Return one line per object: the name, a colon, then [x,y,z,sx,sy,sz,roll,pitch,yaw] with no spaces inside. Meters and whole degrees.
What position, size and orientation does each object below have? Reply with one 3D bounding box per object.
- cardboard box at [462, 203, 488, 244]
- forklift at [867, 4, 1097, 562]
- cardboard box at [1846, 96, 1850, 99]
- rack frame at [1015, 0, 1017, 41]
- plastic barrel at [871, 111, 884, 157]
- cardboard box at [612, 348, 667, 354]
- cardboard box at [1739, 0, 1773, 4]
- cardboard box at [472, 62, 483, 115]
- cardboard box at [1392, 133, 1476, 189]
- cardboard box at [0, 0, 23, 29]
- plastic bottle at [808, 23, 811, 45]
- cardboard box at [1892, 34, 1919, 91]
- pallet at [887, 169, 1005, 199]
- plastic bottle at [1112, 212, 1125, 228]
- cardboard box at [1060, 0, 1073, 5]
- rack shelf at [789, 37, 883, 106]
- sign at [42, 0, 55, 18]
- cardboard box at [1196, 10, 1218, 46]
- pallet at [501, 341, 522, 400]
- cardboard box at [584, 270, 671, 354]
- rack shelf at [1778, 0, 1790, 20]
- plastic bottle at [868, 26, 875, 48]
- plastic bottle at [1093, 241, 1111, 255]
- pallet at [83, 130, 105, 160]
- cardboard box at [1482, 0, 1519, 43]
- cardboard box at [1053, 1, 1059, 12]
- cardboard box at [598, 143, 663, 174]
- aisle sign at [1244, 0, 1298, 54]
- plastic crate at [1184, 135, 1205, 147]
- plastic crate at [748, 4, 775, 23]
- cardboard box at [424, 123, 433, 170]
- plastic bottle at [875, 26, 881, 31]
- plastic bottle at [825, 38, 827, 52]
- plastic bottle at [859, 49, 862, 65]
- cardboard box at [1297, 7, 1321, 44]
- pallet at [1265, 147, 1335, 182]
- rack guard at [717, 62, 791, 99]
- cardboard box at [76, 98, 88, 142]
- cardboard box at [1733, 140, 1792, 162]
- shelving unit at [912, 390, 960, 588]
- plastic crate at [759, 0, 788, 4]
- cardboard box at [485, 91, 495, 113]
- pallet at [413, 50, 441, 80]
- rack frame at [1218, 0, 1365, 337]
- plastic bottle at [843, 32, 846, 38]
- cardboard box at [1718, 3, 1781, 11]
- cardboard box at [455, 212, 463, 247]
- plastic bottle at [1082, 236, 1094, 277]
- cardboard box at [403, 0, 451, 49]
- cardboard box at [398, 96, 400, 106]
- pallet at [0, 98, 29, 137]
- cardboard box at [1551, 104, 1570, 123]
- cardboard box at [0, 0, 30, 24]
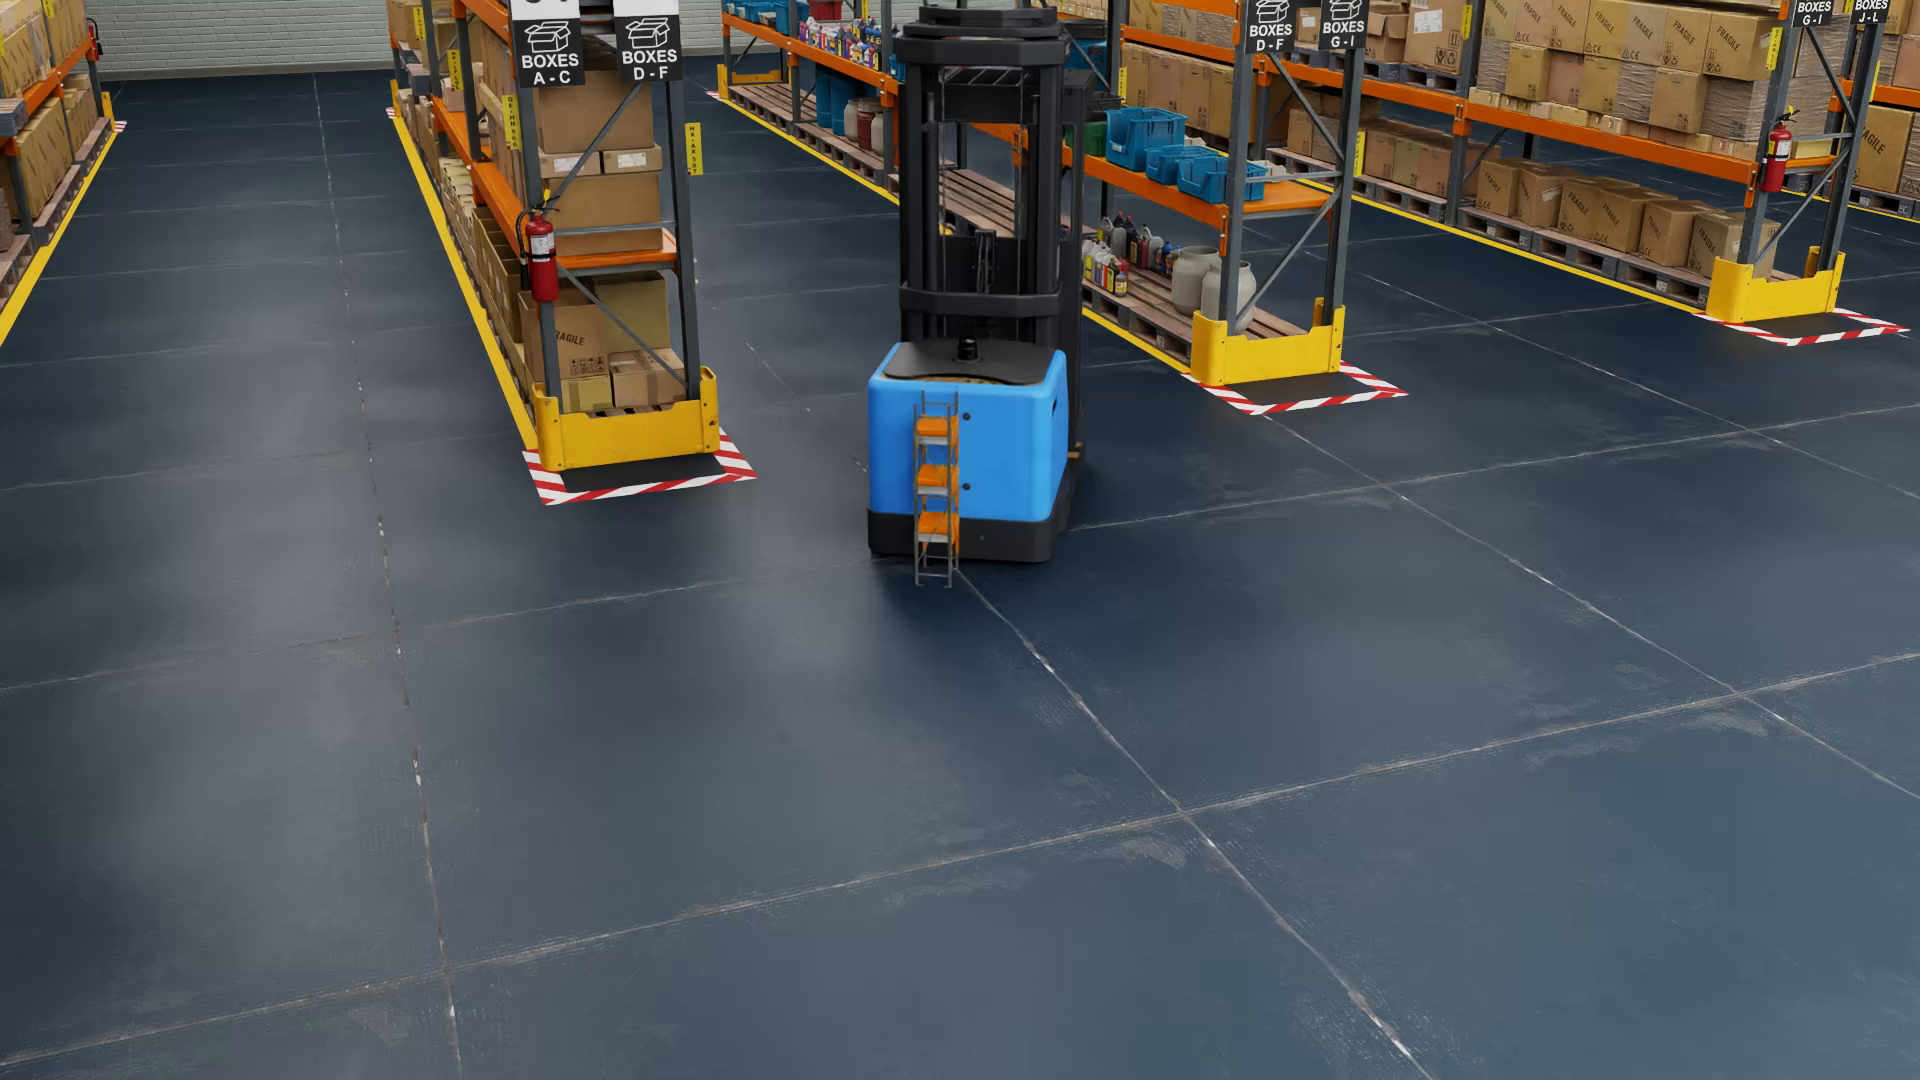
cardboard box: [-4.227,-2.906,15.061,0.500,0.311,0.500,-8,24,-18]
forklift: [0.223,-1.766,10.166,1.130,2.935,3.031,4,23,9]
cardboard box: [13.334,-7.073,24.865,0.875,0.875,0.875,-9,24,-19]
rack frame: [1.403,-9.144,27.582,1.000,3.000,0.127,-8,24,-19]
plastic barrel: [-0.876,-4.973,20.349,0.421,0.512,0.421,0,23,0]
cardboard box: [-2.375,-1.305,11.984,0.500,0.250,0.500,-8,24,-19]
cardboard box: [9.776,-6.484,19.856,0.700,0.500,0.500,-8,24,-19]
cardboard box: [-4.431,-4.318,16.003,0.500,0.500,0.500,-10,25,-22]
cardboard box: [5.295,-4.236,18.591,0.700,0.500,0.500,-8,24,-19]
cardboard box: [-10.149,-5.497,17.427,0.500,0.250,0.500,-9,24,-20]
plastic bottle: [-1.947,-6.636,21.799,0.097,0.271,0.097,0,23,0]
cardboard box: [10.675,-5.167,17.955,0.875,0.550,0.550,-8,24,-19]
pallet: [-0.167,-3.985,18.934,1.003,0.211,1.213,-8,24,-19]
plastic bottle: [1.506,-2.891,15.592,0.144,0.351,0.185,-9,24,-20]
cardboard box: [1.874,-8.440,25.723,0.500,0.250,0.500,-9,24,-20]
rack shelf: [-1.111,-5.952,20.937,1.077,0.370,4.000,-8,24,-19]
sign: [-10.581,-6.226,19.272,0.100,0.325,0.005,-8,24,-19]
cardboard box: [3.466,-6.798,21.889,0.500,0.500,0.500,-9,25,-21]
pallet: [-2.950,-1.402,12.804,1.003,0.211,1.213,-8,24,-19]
cardboard box: [-2.373,-1.651,11.839,0.500,0.500,0.500,-8,24,-19]
rack shelf: [6.349,-5.107,15.070,1.077,0.370,4.000,-8,24,-19]
plastic bottle: [-1.131,-6.464,21.389,0.097,0.271,0.097,0,23,0]
plastic bottle: [1.253,-2.508,14.778,0.152,0.276,0.135,-8,24,-19]
pallet: [-11.716,-5.097,21.572,1.003,0.211,1.213,-8,24,-19]
cardboard box: [5.564,-5.229,16.495,0.500,0.500,0.500,-8,24,-19]
cardboard box: [1.677,-8.387,26.110,0.380,0.149,0.250,-9,24,-20]
cardboard box: [-2.150,-2.489,10.830,0.380,0.149,0.250,-9,24,-19]
aisle sign: [2.170,-3.782,11.513,0.394,0.787,0.004,-8,24,-19]
plastic crate: [1.820,-3.427,14.359,0.530,0.136,0.437,-8,24,-19]
plastic crate: [-2.880,-7.692,24.277,0.416,0.233,0.300,-8,24,-19]
cardboard box: [-5.963,-4.615,19.490,0.500,0.500,0.500,-9,25,-21]
plastic bottle: [-1.021,-6.490,21.445,0.152,0.276,0.135,-8,24,-19]
plastic bottle: [-1.668,-6.316,21.130,0.097,0.201,0.097,0,23,0]
plastic bottle: [-1.154,-5.789,19.878,0.097,0.201,0.097,0,23,0]
cardboard box: [4.458,-6.286,20.132,0.500,0.500,0.500,-12,25,-25]
pallet: [4.504,-4.668,20.553,1.003,0.211,1.213,-8,24,-19]
rack guard: [-3.251,-7.319,26.472,1.175,0.500,0.348,-8,24,-19]
cardboard box: [-11.607,-5.349,21.256,0.700,0.500,0.500,-8,24,-18]
cardboard box: [6.762,-3.290,14.016,0.380,0.149,0.250,-8,24,-19]
shelving unit: [-0.127,-0.273,9.046,0.215,1.050,0.252,4,23,9]
plastic crate: [-2.937,-8.412,25.723,0.616,0.435,0.499,-8,24,-19]
cardboard box: [-3.531,-3.462,13.137,0.380,0.149,0.250,-9,24,-20]
pallet: [-5.731,-5.497,19.176,1.003,0.211,1.213,-8,24,-19]
rack frame: [2.422,-2.650,12.176,1.000,3.000,0.127,-8,24,-19]
plastic bottle: [-1.405,-6.131,20.585,0.061,0.283,0.133,-8,24,-19]
cardboard box: [6.946,-4.394,14.514,0.500,0.500,0.500,-8,24,-19]
cardboard box: [-4.581,-3.018,16.048,0.500,0.250,0.500,-8,24,-18]
plastic bottle: [1.123,-2.513,14.694,0.144,0.351,0.185,-9,24,-19]
cardboard box: [-6.192,-6.128,19.758,0.700,0.500,0.500,-5,23,-11]
cardboard box: [-7.951,-6.393,24.137,0.380,0.166,0.250,-8,24,-19]
pallet: [-9.321,-3.865,15.306,1.213,0.211,1.003,-8,24,-19]
cardboard box: [5.902,-4.097,15.933,0.380,0.149,0.250,-8,24,-19]
cardboard box: [-10.329,-5.682,17.867,0.500,0.250,0.500,-8,24,-18]
